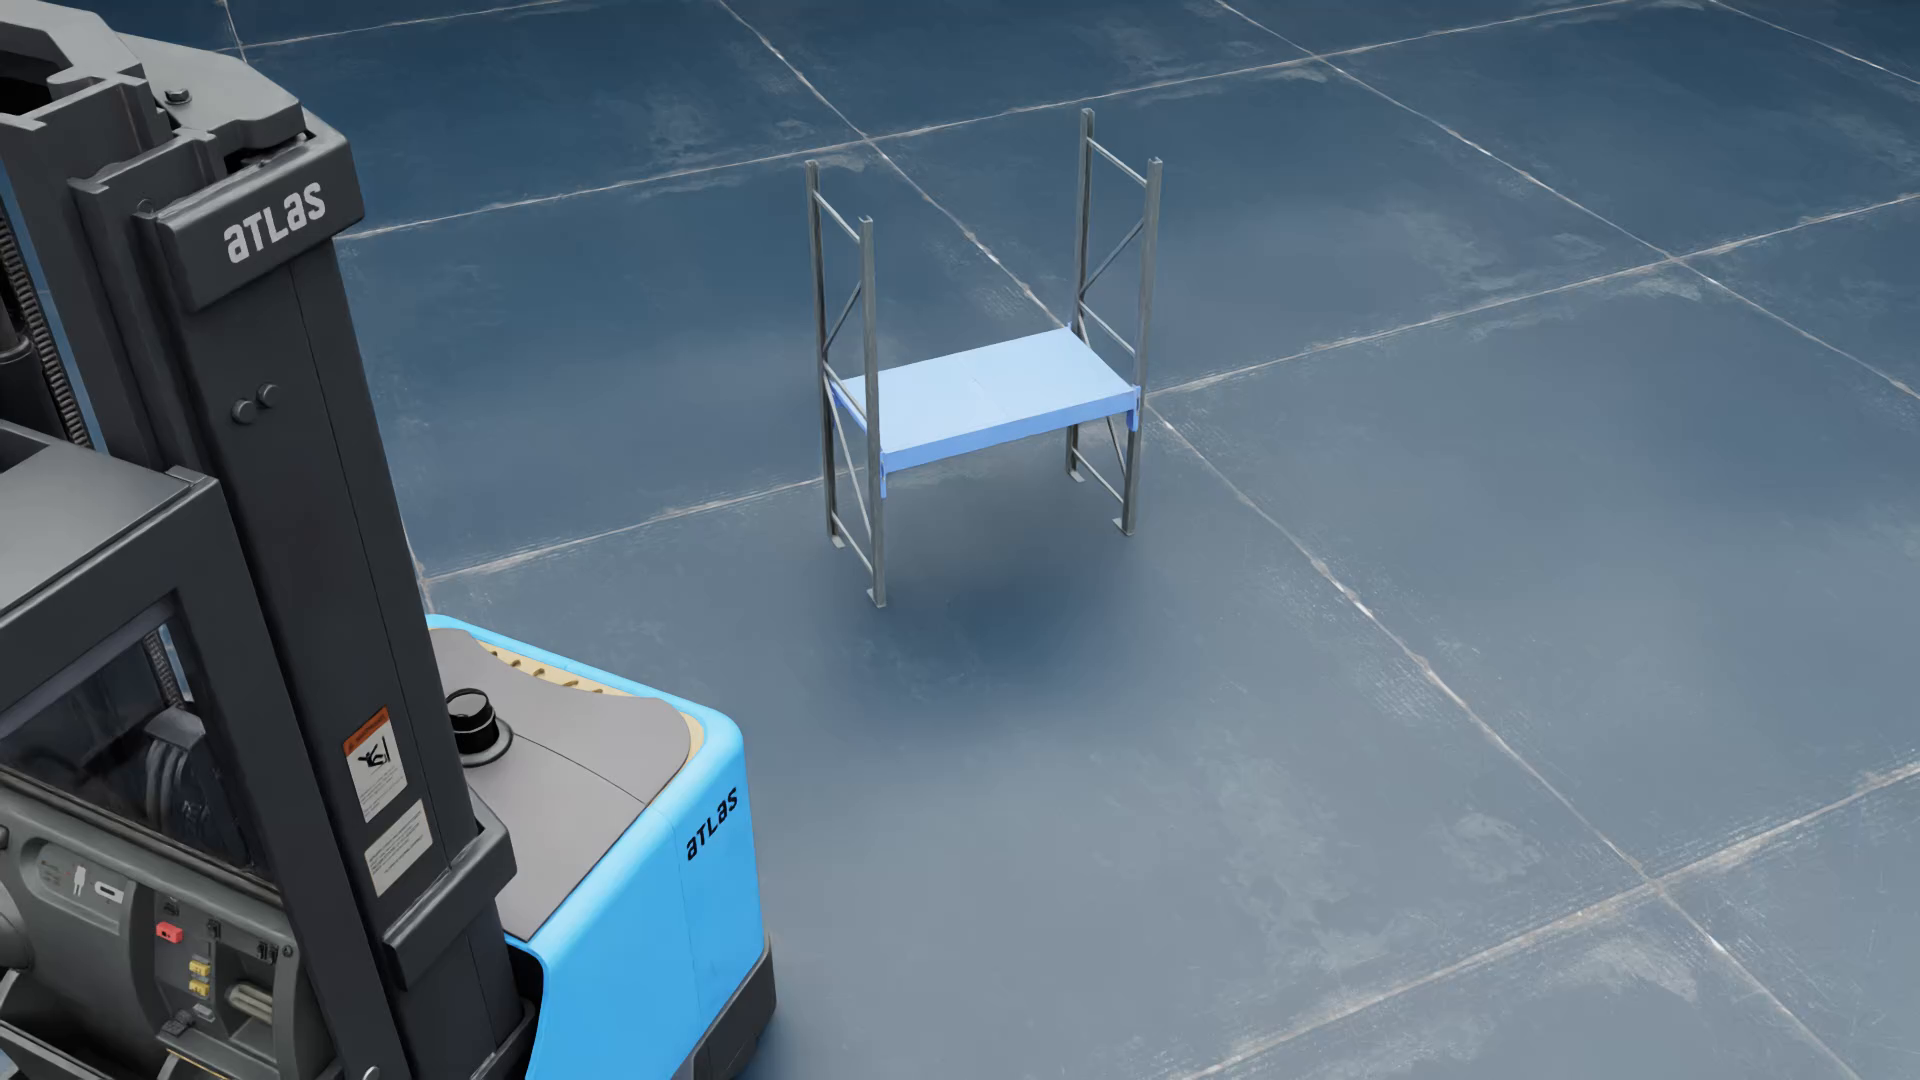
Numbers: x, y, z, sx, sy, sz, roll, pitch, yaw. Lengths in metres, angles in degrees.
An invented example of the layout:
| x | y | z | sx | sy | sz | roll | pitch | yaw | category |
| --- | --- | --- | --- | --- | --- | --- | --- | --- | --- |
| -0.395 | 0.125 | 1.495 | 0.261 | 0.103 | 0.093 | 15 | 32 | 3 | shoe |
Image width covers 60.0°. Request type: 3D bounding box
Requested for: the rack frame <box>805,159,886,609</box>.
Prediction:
| x | y | z | sx | sy | sz | roll | pitch | yaw | category |
| --- | --- | --- | --- | --- | --- | --- | --- | --- | --- |
| -0.383 | -0.495 | 5.659 | 0.032 | 1.500 | 0.500 | -16 | 39 | -20 | rack frame |

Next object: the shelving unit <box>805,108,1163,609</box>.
| x | y | z | sx | sy | sz | roll | pitch | yaw | category |
| --- | --- | --- | --- | --- | --- | --- | --- | --- | --- |
| 0.077 | -0.624 | 5.832 | 1.048 | 1.500 | 0.538 | -16 | 39 | -20 | shelving unit |

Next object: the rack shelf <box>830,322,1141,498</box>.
| x | y | z | sx | sy | sz | roll | pitch | yaw | category |
| --- | --- | --- | --- | --- | --- | --- | --- | --- | --- |
| 0.077 | -0.480 | 5.939 | 1.000 | 0.185 | 0.538 | -16 | 39 | -20 | rack shelf |

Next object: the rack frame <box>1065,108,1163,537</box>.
| x | y | z | sx | sy | sz | roll | pitch | yaw | category |
| --- | --- | --- | --- | --- | --- | --- | --- | --- | --- |
| 0.537 | -0.753 | 6.006 | 0.032 | 1.500 | 0.500 | -16 | 39 | -20 | rack frame |

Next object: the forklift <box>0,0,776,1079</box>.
| x | y | z | sx | sy | sz | roll | pitch | yaw | category |
| --- | --- | --- | --- | --- | --- | --- | --- | --- | --- |
| -1.592 | 0.767 | 2.756 | 1.130 | 2.935 | 3.031 | 16 | 40 | 21 | forklift |
